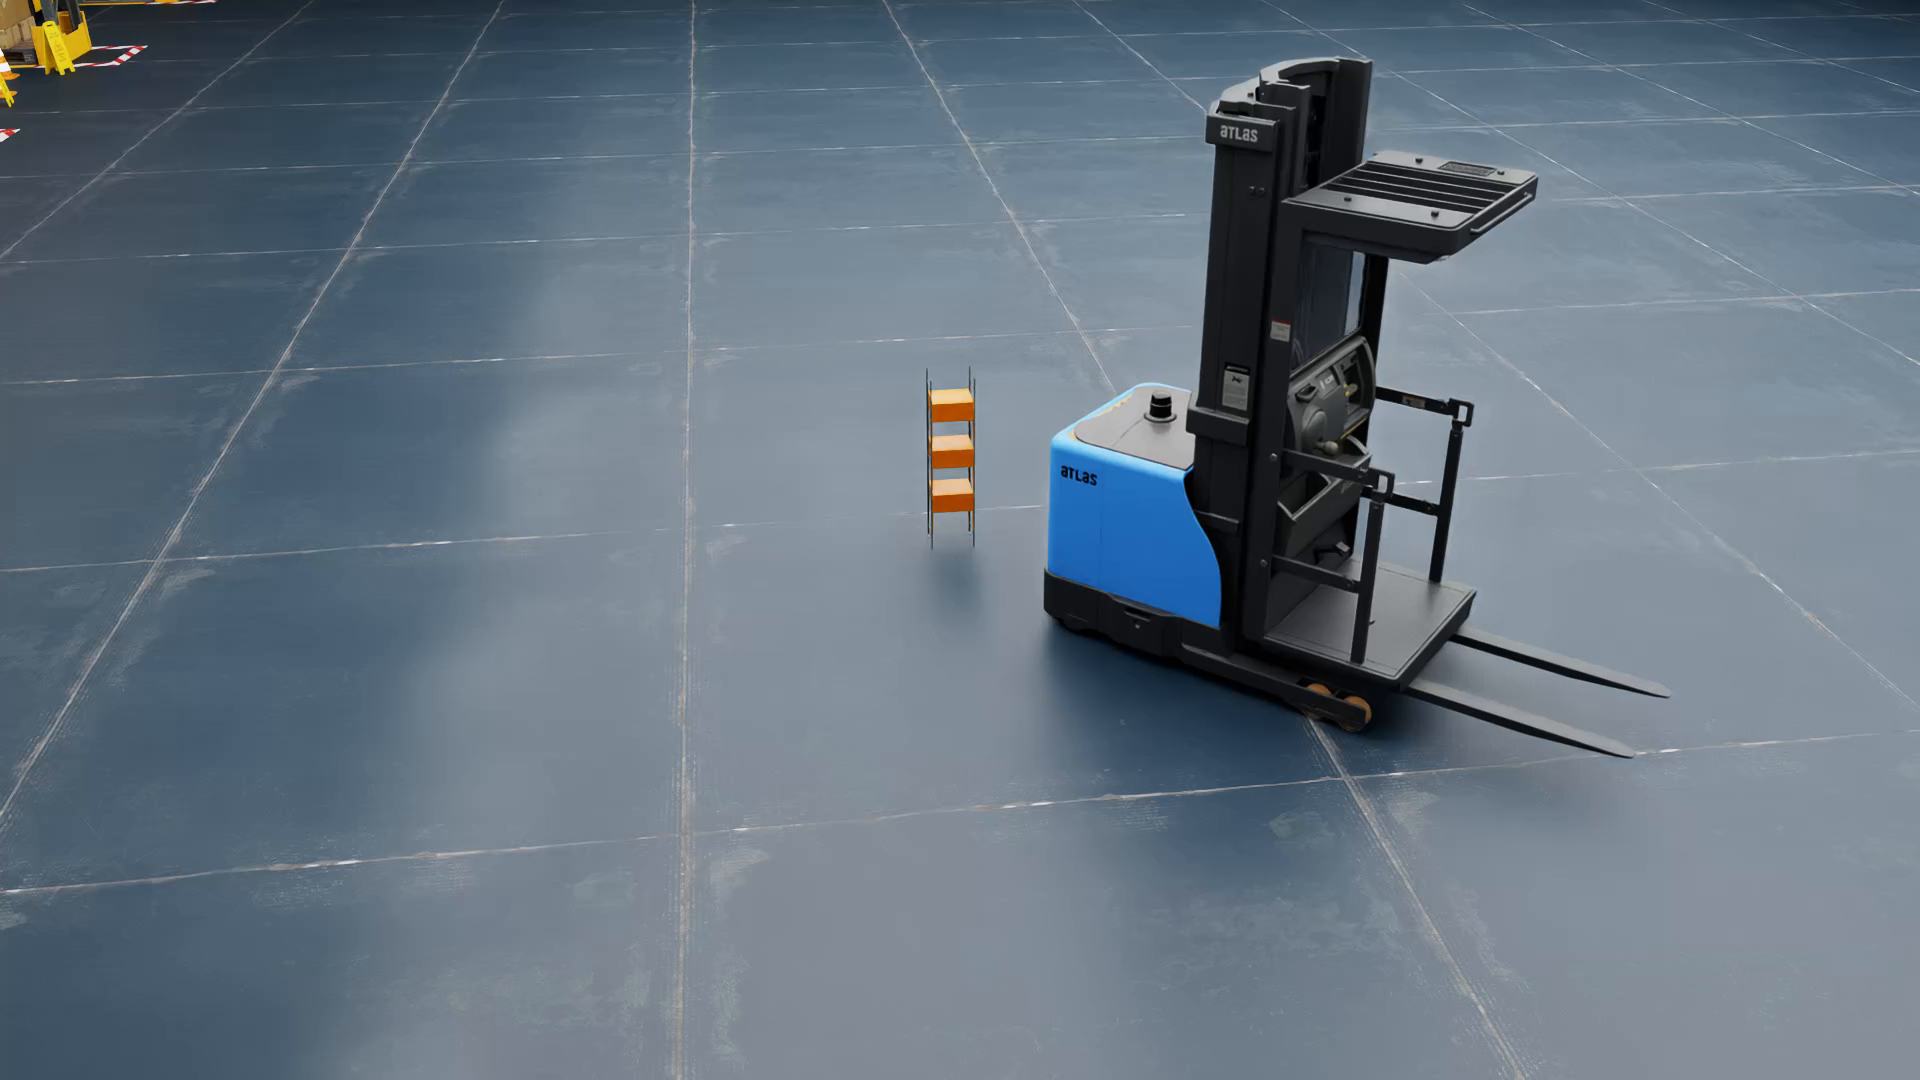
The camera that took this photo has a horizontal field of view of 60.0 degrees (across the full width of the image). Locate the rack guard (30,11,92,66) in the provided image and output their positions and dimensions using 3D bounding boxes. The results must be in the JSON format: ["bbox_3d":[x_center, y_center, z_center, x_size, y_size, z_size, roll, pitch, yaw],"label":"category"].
[{"bbox_3d":[-12.073,-6.747,22.352,0.348,0.500,1.175,-4,27,-7],"label":"rack guard"}]

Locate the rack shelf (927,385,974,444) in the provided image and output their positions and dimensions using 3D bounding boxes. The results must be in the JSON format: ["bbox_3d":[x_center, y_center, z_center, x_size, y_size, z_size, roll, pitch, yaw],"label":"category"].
[{"bbox_3d":[-0.053,-0.707,9.379,0.240,0.259,0.215,-4,27,-7],"label":"rack shelf"}]

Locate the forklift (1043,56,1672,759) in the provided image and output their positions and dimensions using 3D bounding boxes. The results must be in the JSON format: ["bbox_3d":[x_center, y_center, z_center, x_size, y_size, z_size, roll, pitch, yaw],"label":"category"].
[{"bbox_3d":[1.942,-0.663,7.831,3.031,2.935,1.130,18,32,31],"label":"forklift"}]

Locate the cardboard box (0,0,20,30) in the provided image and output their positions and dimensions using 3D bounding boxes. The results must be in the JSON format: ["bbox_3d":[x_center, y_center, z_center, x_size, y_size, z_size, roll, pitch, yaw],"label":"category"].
[{"bbox_3d":[-12.755,-6.992,21.822,0.500,0.500,0.500,-4,27,-7],"label":"cardboard box"}]

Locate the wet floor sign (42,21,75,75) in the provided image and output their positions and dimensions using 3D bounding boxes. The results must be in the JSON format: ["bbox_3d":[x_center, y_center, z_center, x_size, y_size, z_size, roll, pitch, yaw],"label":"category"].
[{"bbox_3d":[-11.661,-6.345,21.409,0.232,0.644,0.267,6,28,11],"label":"wet floor sign"}]

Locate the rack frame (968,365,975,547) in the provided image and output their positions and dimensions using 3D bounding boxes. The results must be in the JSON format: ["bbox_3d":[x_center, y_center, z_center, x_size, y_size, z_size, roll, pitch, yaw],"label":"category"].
[{"bbox_3d":[0.068,-0.471,9.519,0.008,1.050,0.200,-4,27,-7],"label":"rack frame"}]

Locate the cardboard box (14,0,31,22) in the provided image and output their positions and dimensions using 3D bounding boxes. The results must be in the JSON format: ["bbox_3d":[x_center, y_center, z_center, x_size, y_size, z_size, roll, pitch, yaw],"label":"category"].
[{"bbox_3d":[-12.859,-7.233,22.292,0.500,0.500,0.500,-5,28,-9],"label":"cardboard box"}]

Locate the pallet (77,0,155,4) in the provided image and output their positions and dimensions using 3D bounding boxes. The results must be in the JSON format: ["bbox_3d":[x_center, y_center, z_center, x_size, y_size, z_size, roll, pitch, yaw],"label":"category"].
[{"bbox_3d":[-13.445,-8.800,26.668,1.213,0.211,1.003,-4,27,-7],"label":"pallet"}]

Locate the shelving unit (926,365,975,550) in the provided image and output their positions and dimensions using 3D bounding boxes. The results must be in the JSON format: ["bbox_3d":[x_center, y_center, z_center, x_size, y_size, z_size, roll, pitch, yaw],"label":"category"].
[{"bbox_3d":[-0.053,-0.464,9.504,0.252,1.050,0.215,-4,27,-7],"label":"shelving unit"}]

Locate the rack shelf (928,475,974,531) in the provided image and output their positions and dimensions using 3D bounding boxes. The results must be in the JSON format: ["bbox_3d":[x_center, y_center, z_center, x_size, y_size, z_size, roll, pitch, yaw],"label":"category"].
[{"bbox_3d":[-0.053,-0.207,9.635,0.240,0.259,0.215,-4,27,-7],"label":"rack shelf"}]

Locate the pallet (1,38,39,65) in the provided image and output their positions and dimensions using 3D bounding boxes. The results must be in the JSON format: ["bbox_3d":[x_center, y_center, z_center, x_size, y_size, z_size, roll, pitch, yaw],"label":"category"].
[{"bbox_3d":[-12.883,-6.583,22.348,1.213,0.211,1.003,-4,27,-7],"label":"pallet"}]

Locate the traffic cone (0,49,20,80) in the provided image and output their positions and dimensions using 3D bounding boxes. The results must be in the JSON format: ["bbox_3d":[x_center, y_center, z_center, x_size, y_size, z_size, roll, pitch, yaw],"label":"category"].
[{"bbox_3d":[-12.244,-6.125,21.180,0.334,0.463,0.336,-4,27,-7],"label":"traffic cone"}]

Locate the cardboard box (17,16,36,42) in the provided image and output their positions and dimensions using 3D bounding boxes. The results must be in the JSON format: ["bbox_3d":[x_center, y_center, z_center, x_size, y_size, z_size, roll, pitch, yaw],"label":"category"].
[{"bbox_3d":[-12.836,-6.901,22.466,0.500,0.250,0.500,-4,27,-8],"label":"cardboard box"}]

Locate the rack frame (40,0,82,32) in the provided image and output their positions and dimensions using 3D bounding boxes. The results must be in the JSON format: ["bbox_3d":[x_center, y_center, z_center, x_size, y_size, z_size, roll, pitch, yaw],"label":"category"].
[{"bbox_3d":[-11.998,-7.864,21.791,0.127,3.000,1.000,-4,27,-7],"label":"rack frame"}]

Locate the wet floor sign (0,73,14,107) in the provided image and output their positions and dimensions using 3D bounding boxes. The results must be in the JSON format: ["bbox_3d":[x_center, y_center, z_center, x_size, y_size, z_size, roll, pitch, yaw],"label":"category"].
[{"bbox_3d":[-11.456,-5.482,19.728,0.232,0.644,0.267,-8,28,-16],"label":"wet floor sign"}]

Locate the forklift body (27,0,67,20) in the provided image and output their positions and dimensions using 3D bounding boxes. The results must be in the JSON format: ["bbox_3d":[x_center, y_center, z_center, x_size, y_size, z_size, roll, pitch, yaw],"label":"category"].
[{"bbox_3d":[-14.317,-8.785,24.515,1.214,2.155,2.313,-4,27,-7],"label":"forklift body"}]

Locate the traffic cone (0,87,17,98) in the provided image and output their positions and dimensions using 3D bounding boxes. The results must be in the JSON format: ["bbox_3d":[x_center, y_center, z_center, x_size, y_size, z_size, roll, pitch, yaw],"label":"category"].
[{"bbox_3d":[-11.753,-5.645,20.244,0.334,0.463,0.336,-4,27,-7],"label":"traffic cone"}]

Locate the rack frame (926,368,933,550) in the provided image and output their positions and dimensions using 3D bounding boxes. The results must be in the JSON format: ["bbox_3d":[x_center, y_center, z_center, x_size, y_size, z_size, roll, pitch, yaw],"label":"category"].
[{"bbox_3d":[-0.174,-0.456,9.489,0.008,1.050,0.200,-4,27,-7],"label":"rack frame"}]

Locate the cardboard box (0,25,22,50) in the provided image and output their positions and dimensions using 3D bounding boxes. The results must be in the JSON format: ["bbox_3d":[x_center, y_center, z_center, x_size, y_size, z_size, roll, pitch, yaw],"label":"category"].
[{"bbox_3d":[-12.785,-6.653,21.982,0.500,0.250,0.500,-4,27,-7],"label":"cardboard box"}]

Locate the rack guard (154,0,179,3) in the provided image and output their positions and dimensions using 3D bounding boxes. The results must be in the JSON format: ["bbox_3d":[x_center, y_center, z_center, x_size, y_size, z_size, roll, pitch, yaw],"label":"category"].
[{"bbox_3d":[-12.670,-8.997,26.737,0.348,0.500,1.175,-4,27,-7],"label":"rack guard"}]

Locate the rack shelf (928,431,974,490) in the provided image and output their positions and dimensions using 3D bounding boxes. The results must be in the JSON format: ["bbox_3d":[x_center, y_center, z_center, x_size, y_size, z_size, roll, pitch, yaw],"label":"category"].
[{"bbox_3d":[-0.053,-0.454,9.509,0.240,0.259,0.215,-4,27,-7],"label":"rack shelf"}]
